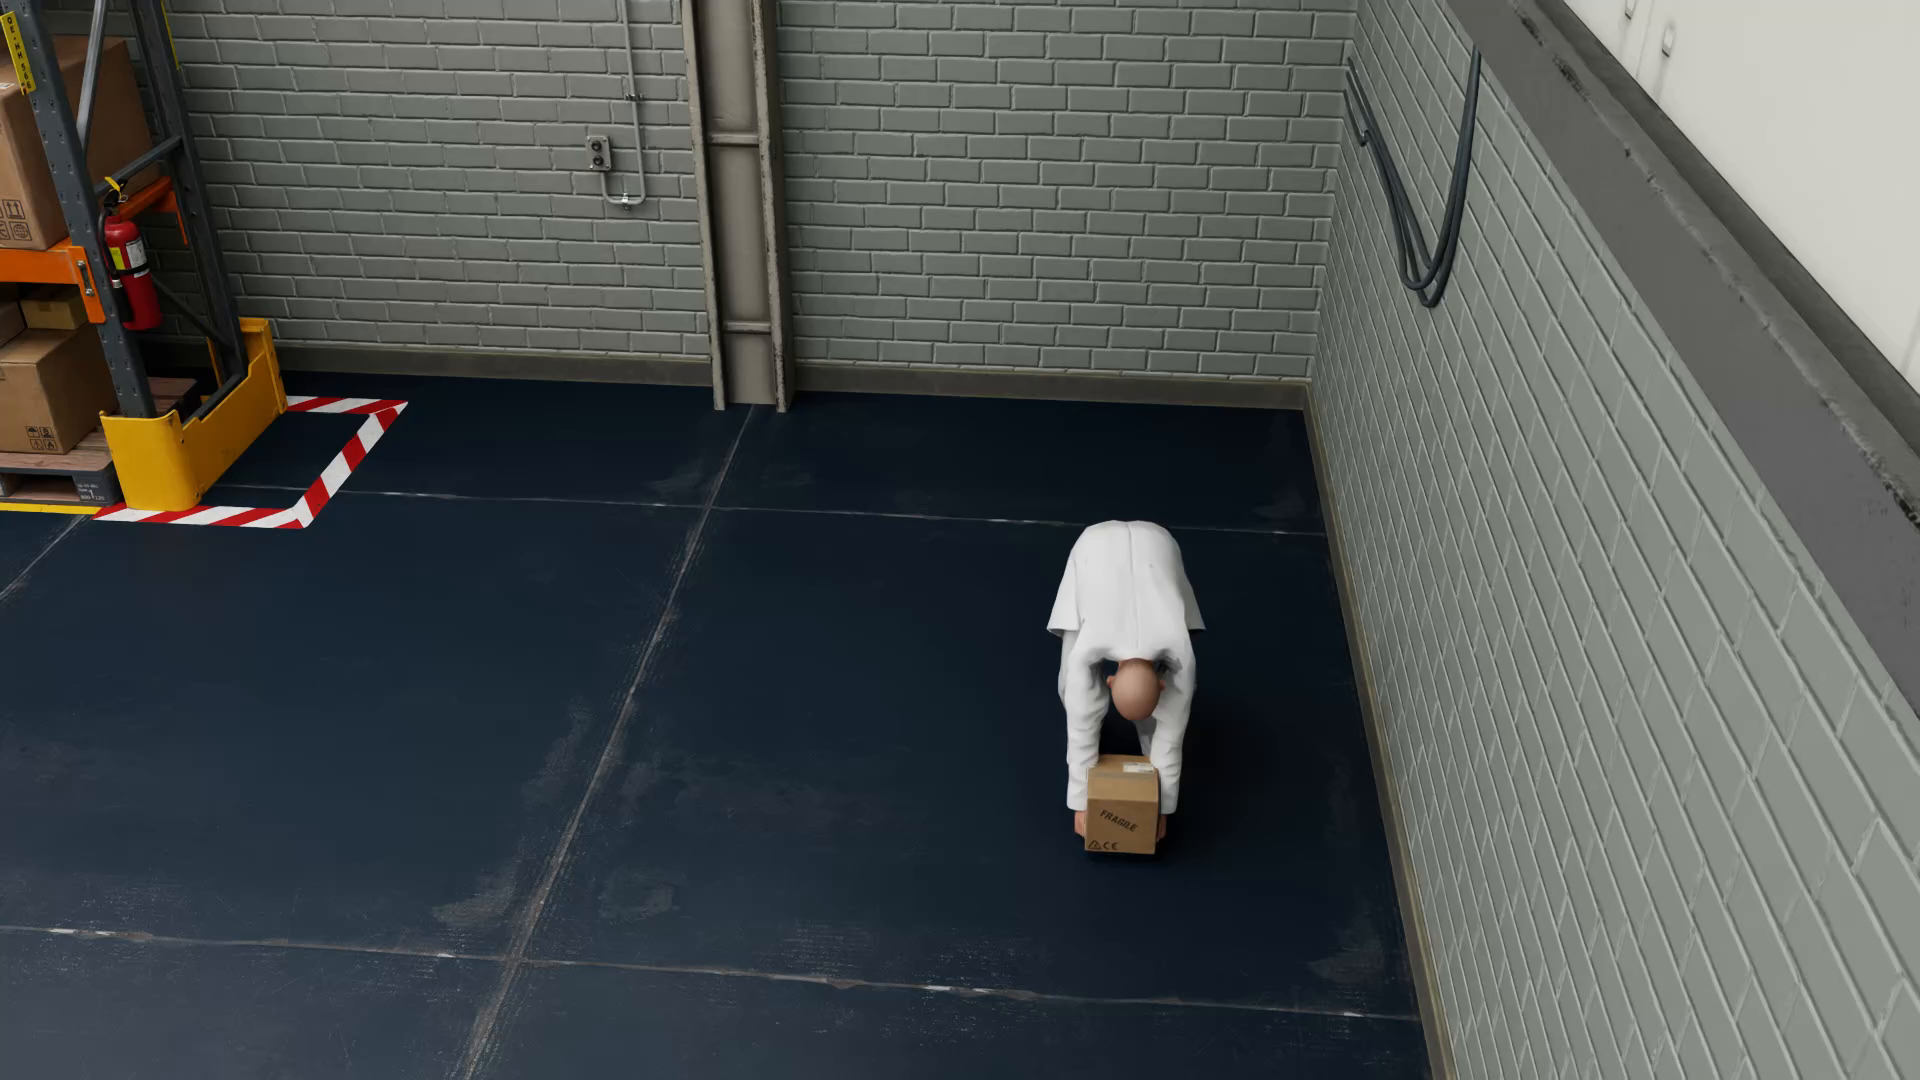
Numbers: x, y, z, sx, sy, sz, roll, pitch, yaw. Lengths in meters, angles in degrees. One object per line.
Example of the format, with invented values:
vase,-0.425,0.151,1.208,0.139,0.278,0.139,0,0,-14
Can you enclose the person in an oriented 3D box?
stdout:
person,0.614,0.490,6.110,0.593,0.981,0.944,1,32,2
